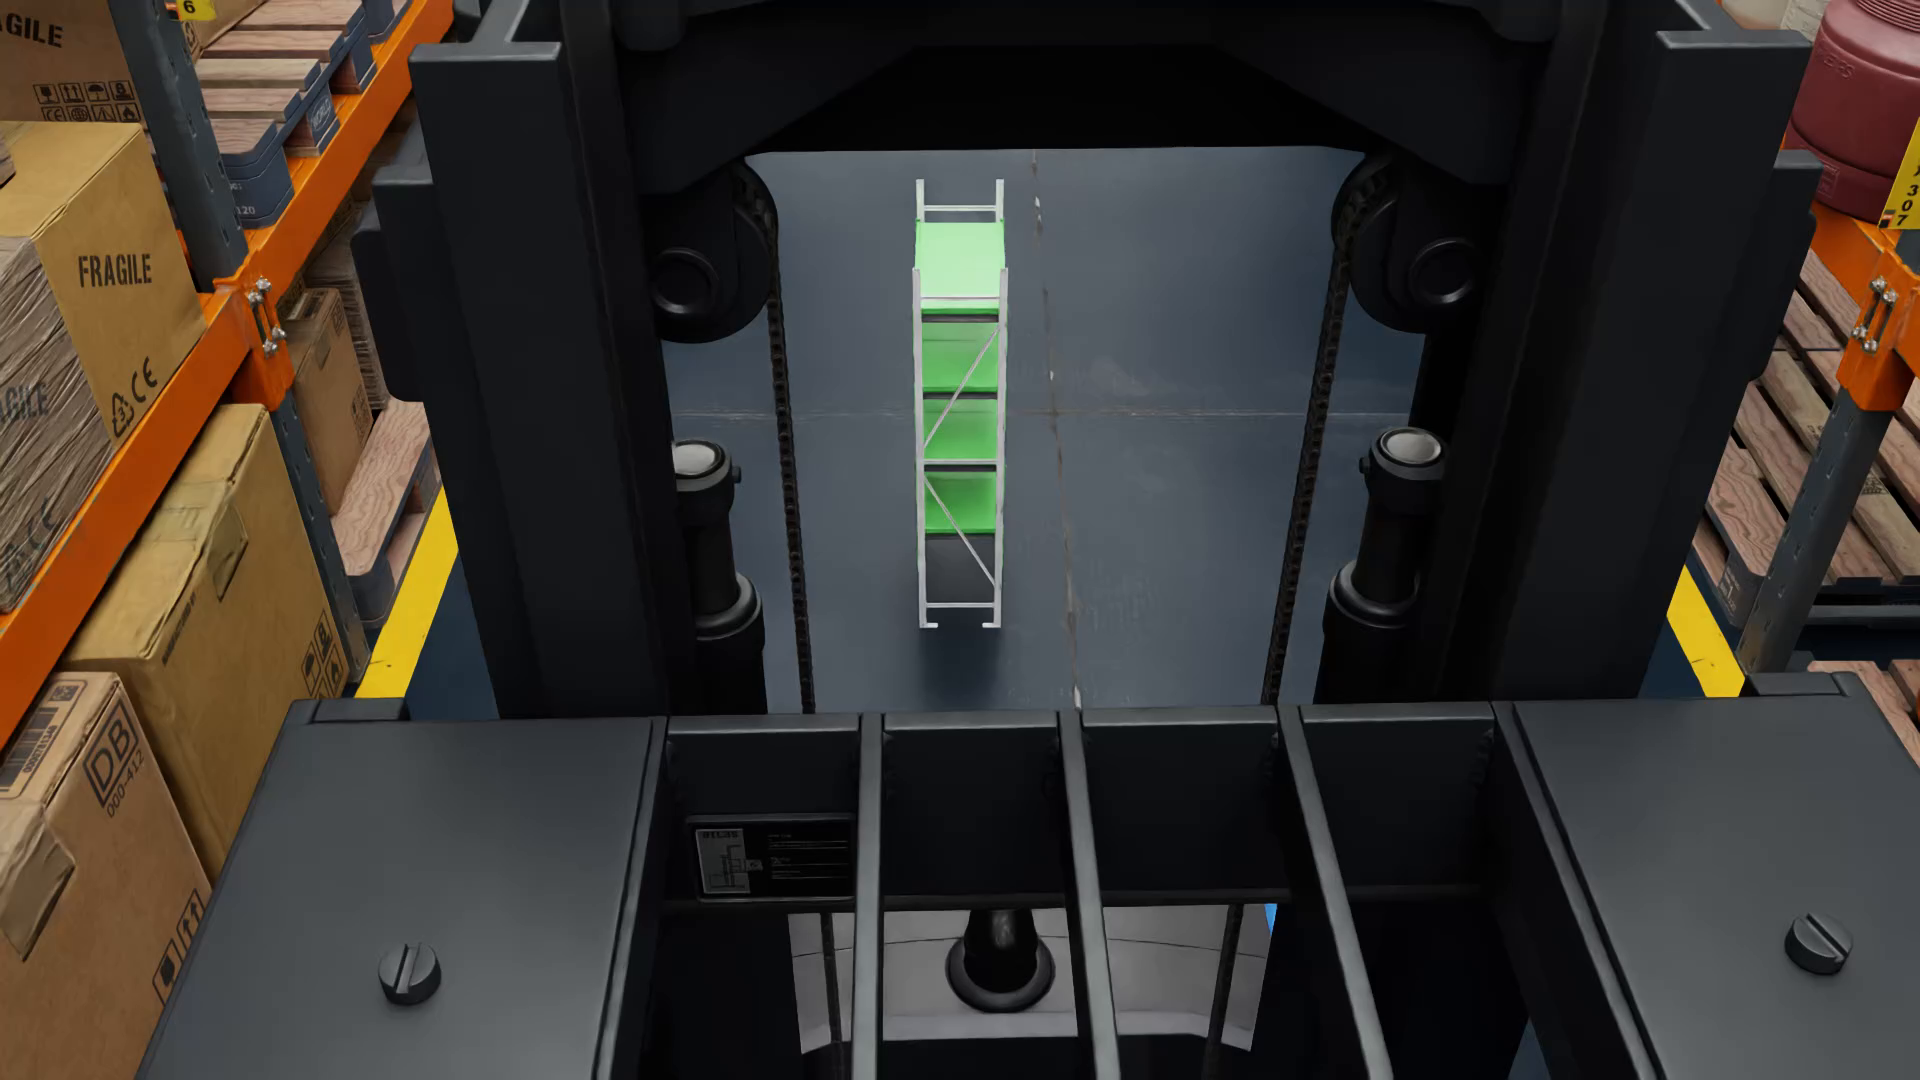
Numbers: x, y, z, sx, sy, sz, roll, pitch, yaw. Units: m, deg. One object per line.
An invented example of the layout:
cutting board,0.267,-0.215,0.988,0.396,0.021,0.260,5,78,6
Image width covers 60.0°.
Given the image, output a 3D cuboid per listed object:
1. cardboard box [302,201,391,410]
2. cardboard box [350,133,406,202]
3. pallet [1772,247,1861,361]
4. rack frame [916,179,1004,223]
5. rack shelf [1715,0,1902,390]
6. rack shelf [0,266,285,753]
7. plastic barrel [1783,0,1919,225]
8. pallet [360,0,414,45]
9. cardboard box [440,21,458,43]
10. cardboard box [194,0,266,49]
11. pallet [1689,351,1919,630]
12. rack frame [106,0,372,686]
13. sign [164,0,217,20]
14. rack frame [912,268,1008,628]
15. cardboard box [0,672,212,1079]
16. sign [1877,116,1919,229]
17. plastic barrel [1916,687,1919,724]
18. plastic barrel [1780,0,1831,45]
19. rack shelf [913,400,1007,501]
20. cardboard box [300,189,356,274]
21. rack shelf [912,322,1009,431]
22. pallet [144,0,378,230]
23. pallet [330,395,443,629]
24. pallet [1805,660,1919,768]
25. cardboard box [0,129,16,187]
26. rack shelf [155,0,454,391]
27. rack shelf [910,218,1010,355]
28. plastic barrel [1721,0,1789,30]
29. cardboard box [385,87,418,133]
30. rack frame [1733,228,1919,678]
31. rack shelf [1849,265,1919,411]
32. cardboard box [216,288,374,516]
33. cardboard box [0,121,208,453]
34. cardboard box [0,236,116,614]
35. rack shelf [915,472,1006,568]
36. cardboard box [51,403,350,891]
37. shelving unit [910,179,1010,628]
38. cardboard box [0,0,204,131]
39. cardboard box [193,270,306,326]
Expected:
cardboard box,-2.241,-0.756,5.441,0.700,0.500,0.500,-3,39,-4
cardboard box,-2.249,-1.110,5.884,0.700,0.500,0.500,3,39,4
pallet,2.786,-0.955,6.272,1.003,0.211,1.213,0,39,0
rack frame,0.000,-0.517,4.936,0.240,1.200,0.015,0,39,0
rack shelf,2.744,-1.767,5.632,1.077,0.370,4.000,0,39,0
rack shelf,-2.205,0.738,2.506,1.077,0.370,4.000,0,39,0
plastic barrel,2.443,-1.140,4.165,0.600,0.536,0.708,0,39,0
pallet,-2.250,-1.957,5.446,1.003,0.211,1.213,0,39,0
cardboard box,-2.251,-1.809,6.756,0.700,0.500,0.500,0,39,0
cardboard box,-2.348,-1.683,4.536,0.700,0.500,0.500,5,39,7
pallet,2.784,-0.194,5.323,1.003,0.211,1.213,0,39,0
rack frame,-2.207,-0.794,3.842,1.000,3.000,0.127,0,39,0
sign,-1.652,-1.248,3.483,0.100,0.325,0.005,0,39,0
rack frame,0.000,-0.212,4.555,0.240,1.200,0.015,0,39,0
cardboard box,-2.234,0.861,3.141,1.225,0.875,0.875,0,39,0
sign,2.196,-0.856,3.789,0.100,0.325,0.005,0,39,0
plastic barrel,2.764,0.192,4.012,0.600,0.830,0.708,0,39,0
plastic barrel,2.531,-1.484,4.614,0.421,0.512,0.421,0,39,0
rack shelf,0.000,-0.315,4.786,0.258,0.148,0.480,0,39,0
cardboard box,-2.248,-1.033,5.188,0.500,0.250,0.500,4,39,5
rack shelf,0.000,-0.502,4.635,0.258,0.148,0.480,0,39,0
pallet,-2.314,-1.164,4.458,1.213,0.211,1.003,0,39,0
pallet,-2.206,-0.194,5.324,1.003,0.211,1.213,0,39,0
pallet,2.789,0.784,4.103,1.003,0.211,1.213,0,39,0
cardboard box,-2.222,-0.767,2.926,0.797,0.503,0.637,1,39,1
rack shelf,-2.209,-1.764,5.627,1.077,0.370,4.000,0,39,0
rack shelf,0.000,-0.689,4.485,0.258,0.148,0.480,0,39,0
plastic barrel,2.531,-1.747,4.942,0.421,0.512,0.421,0,39,0
cardboard box,-2.249,-1.459,6.319,0.700,0.500,0.500,-3,39,-4
rack frame,2.746,-0.797,3.846,1.000,3.000,0.127,0,39,0
rack shelf,2.748,0.734,2.510,1.077,0.370,4.000,0,39,0
cardboard box,-2.228,-0.409,5.009,0.700,0.500,0.500,-2,39,-2
cardboard box,-1.958,-0.524,3.426,0.500,0.500,0.500,1,39,1
cardboard box,-1.964,-0.212,3.037,0.500,0.500,0.500,0,39,0
rack shelf,0.000,-0.128,4.936,0.258,0.148,0.480,0,39,0
cardboard box,-2.227,0.303,3.836,1.225,0.875,0.875,-2,39,-2
shelving unit,0.000,-0.365,4.746,0.258,1.200,0.503,0,39,0
cardboard box,-2.247,-1.334,4.100,0.500,0.500,0.500,-5,39,-6
cardboard box,-2.238,-0.702,4.774,0.500,0.250,0.500,1,39,2
